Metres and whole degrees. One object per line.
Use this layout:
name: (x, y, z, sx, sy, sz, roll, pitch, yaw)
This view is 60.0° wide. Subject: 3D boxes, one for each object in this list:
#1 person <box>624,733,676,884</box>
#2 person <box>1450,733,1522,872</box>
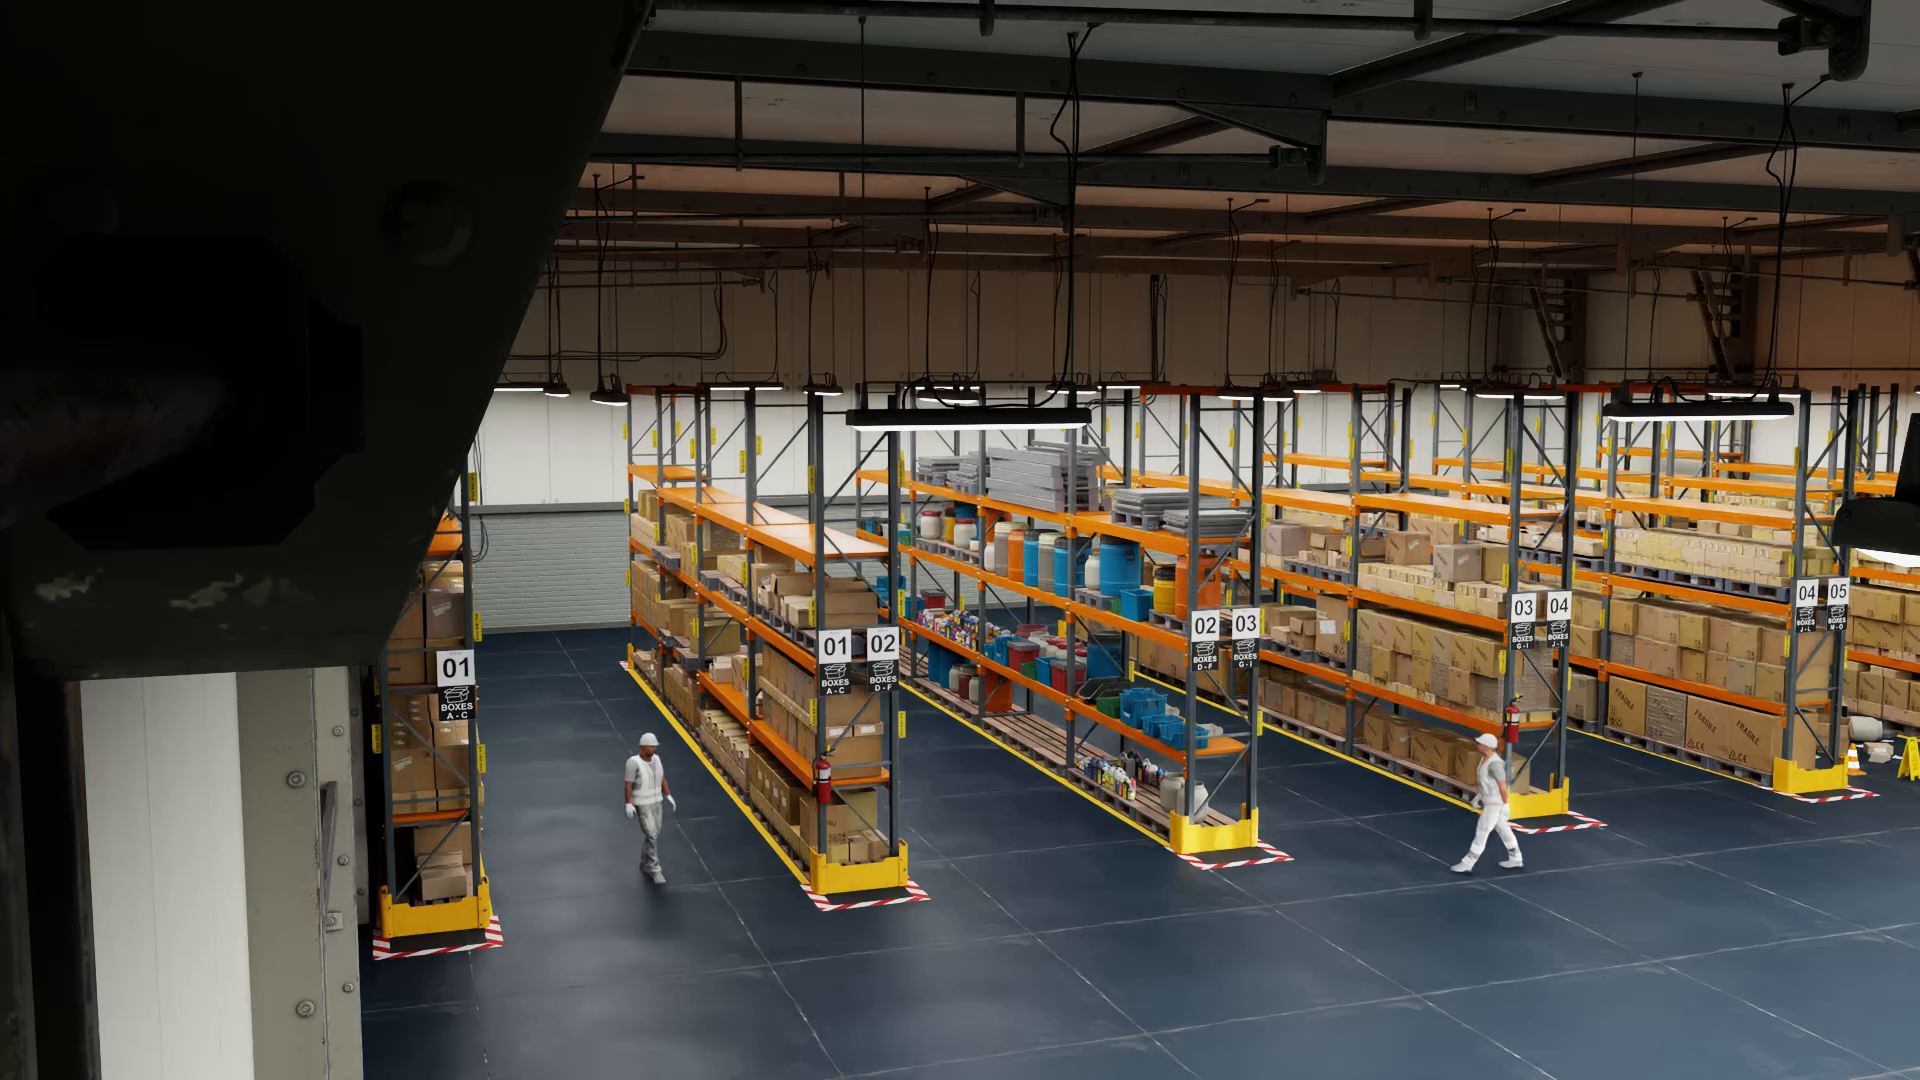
person: (-3.814, 3.319, 20.721, 0.642, 1.811, 0.581, 4, 7, 33)
person: (6.627, 3.284, 20.908, 0.993, 1.724, 0.625, 0, 6, -4)
